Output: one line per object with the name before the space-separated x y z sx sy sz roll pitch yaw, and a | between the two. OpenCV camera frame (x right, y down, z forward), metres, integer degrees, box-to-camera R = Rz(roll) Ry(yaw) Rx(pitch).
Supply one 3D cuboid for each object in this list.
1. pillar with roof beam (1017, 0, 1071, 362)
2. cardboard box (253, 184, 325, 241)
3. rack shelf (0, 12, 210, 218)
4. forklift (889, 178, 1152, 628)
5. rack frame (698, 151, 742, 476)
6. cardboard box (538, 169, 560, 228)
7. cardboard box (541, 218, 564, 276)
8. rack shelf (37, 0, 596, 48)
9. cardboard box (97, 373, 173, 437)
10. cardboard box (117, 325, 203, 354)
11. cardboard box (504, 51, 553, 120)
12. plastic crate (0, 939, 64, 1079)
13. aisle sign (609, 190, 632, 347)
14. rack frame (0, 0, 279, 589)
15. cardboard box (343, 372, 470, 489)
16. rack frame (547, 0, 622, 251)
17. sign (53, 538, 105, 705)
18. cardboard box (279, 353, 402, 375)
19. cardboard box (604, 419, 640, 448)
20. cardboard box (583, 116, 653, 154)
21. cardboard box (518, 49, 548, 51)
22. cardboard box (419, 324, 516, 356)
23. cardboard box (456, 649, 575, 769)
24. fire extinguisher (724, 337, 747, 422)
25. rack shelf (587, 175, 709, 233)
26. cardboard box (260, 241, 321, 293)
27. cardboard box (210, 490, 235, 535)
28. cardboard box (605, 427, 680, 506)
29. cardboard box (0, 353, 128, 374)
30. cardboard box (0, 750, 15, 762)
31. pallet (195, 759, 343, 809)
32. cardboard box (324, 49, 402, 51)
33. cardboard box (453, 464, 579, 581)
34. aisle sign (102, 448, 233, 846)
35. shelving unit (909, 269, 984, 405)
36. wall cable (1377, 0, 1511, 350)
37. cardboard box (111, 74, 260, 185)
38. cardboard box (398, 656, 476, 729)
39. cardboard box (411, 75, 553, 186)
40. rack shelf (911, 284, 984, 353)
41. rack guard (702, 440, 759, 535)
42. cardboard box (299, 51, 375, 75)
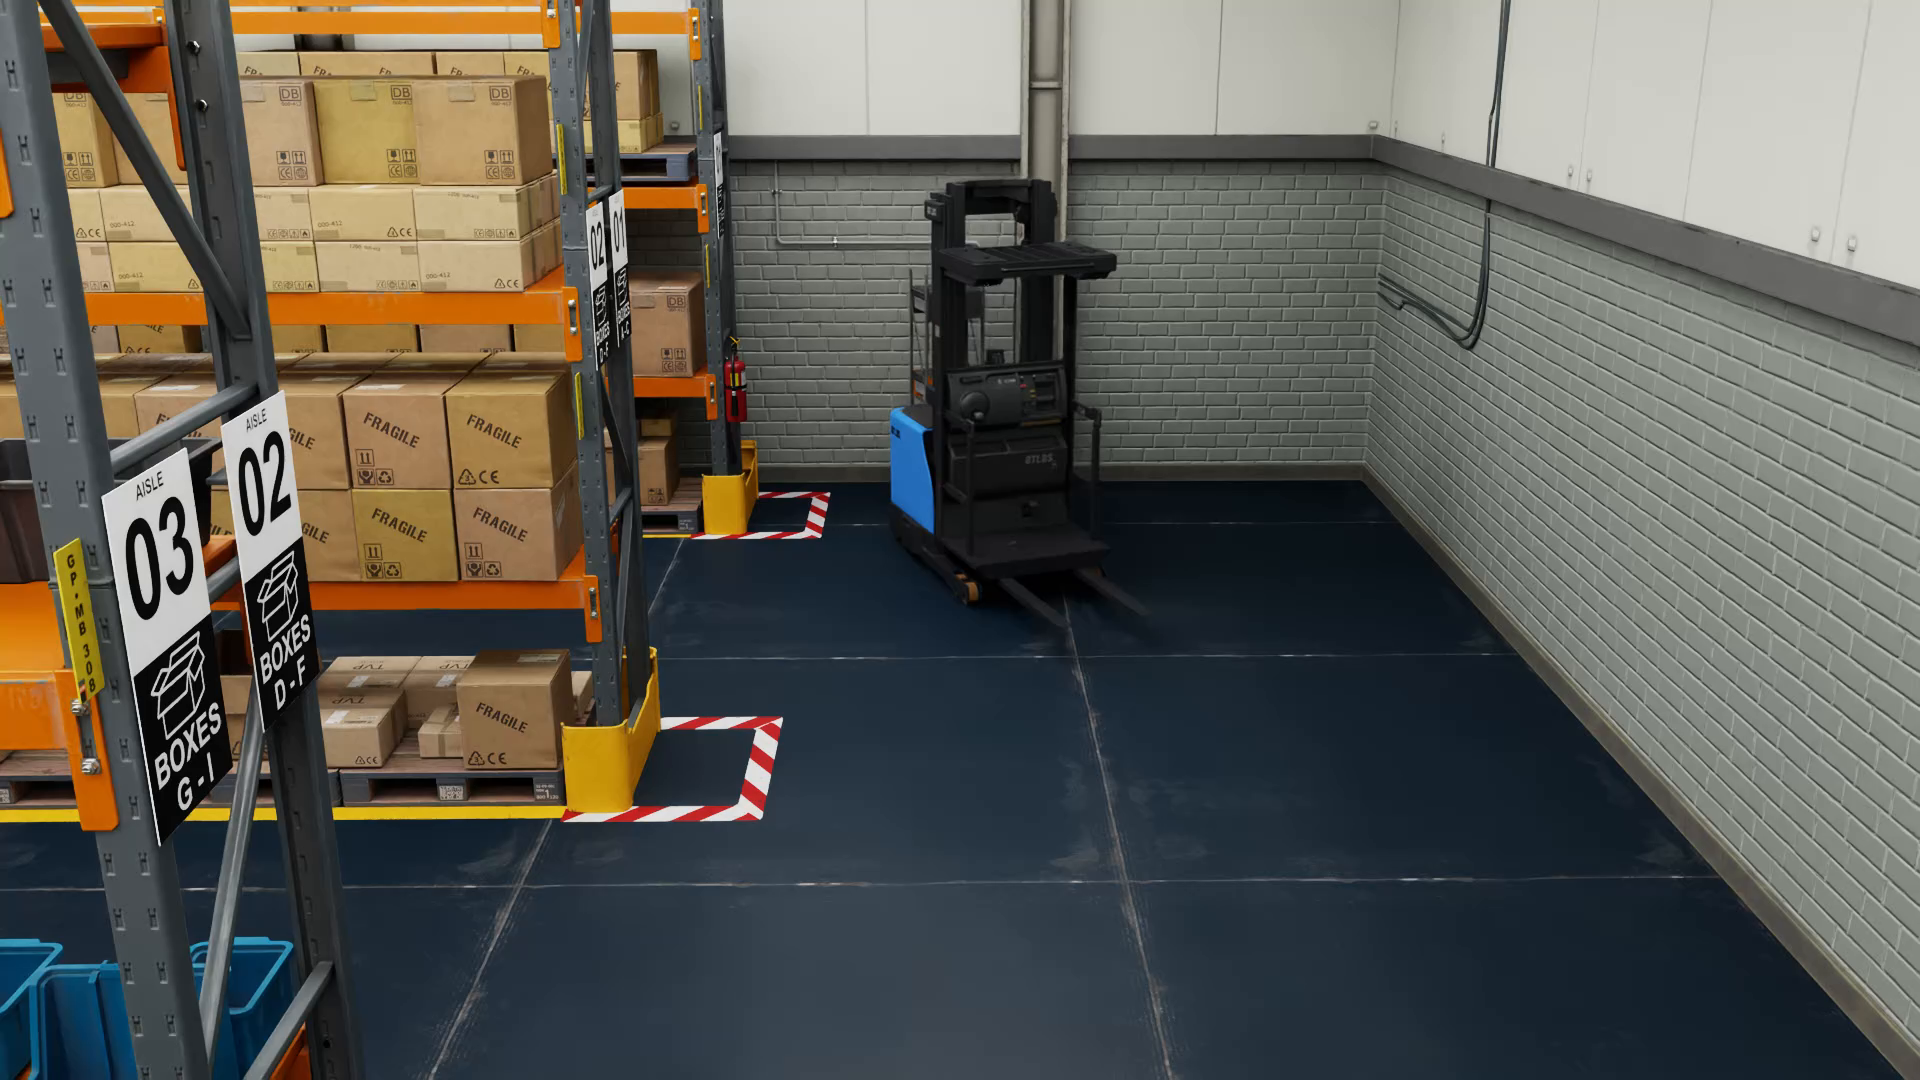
pillar with roof beam | 0.783 -3.468 9.627 0.400 9.000 9.100 0 18 -1
cardboard box | -3.398 -1.647 8.288 0.500 0.250 0.500 0 18 -1
rack shelf | -3.814 -0.937 3.570 4.000 0.370 1.077 0 18 -1
forklift | 0.434 -1.071 12.089 1.130 2.935 3.031 -7 19 -20
rack frame | -1.971 -1.649 13.778 0.127 3.000 1.000 0 18 -1
cardboard box | -2.406 -1.808 8.790 0.500 0.250 0.500 0 18 -1
cardboard box | -2.406 -1.568 8.861 0.500 0.250 0.500 0 18 -1
rack shelf | -3.888 -2.639 8.226 4.000 0.370 1.077 0 18 -1
cardboard box | -4.383 -0.562 8.589 0.500 0.500 0.500 -1 18 -2
cardboard box | -6.428 -1.750 13.407 0.500 0.500 0.500 -1 18 -2
cardboard box | -3.199 -3.525 12.881 0.500 0.500 0.500 0 18 1
plastic crate | -2.725 1.331 4.662 0.300 0.233 0.416 0 18 -1
aisle sign | -1.825 -1.464 8.946 0.004 0.787 0.394 0 18 -1
rack frame | -1.814 -1.480 3.430 0.127 3.000 1.000 0 18 -1
cardboard box | -2.834 -0.571 8.617 0.500 0.500 0.500 0 18 1
rack frame | -1.889 -2.993 8.146 0.127 3.000 1.000 0 18 -1
sign | -1.789 0.166 3.380 0.005 0.325 0.100 0 18 -1
cardboard box | -3.359 -0.733 9.121 0.500 0.500 0.500 0 18 0
cardboard box | -2.794 -0.878 13.716 0.250 0.149 0.380 0 18 -2
cardboard box | -2.699 -3.169 13.000 0.500 0.250 0.500 0 18 1
cardboard box | -3.233 -3.681 13.367 0.500 0.500 0.500 -1 18 -2
cardboard box | -3.970 -1.779 13.691 0.700 0.700 0.980 -1 18 -4
cardboard box | -2.428 0.922 9.134 0.500 0.500 0.500 0 18 -1
fire extinguisher | -1.812 -1.295 13.410 0.183 0.674 0.296 0 18 -1
rack shelf | -3.970 -2.725 13.400 4.000 0.370 1.077 0 18 -1
cardboard box | -3.398 -1.405 8.351 0.500 0.250 0.500 0 18 -1
cardboard box | -3.854 -0.092 8.760 0.500 0.500 0.500 -1 18 -2
cardboard box | -2.669 -0.625 13.990 0.500 0.500 0.700 0 18 -1
cardboard box | -4.874 -0.726 9.098 0.500 0.500 0.500 -1 18 -2
cardboard box | -5.465 1.018 9.146 0.500 0.311 0.500 0 18 -1
pallet | -3.979 1.201 9.458 1.213 0.211 1.003 0 18 -1
cardboard box | -4.759 -3.669 13.330 0.500 0.500 0.500 -1 18 -3
cardboard box | -2.332 -0.099 8.781 0.500 0.500 0.500 0 18 1
aisle sign | -1.738 0.228 3.671 0.004 0.787 0.394 0 18 -1
shelving unit | -0.109 -1.188 13.814 0.503 2.100 0.431 -7 19 -20
wall cable | 3.690 -2.945 13.081 0.112 2.526 3.097 0 18 -1
cardboard box | -3.903 -2.095 8.458 0.500 0.500 0.700 0 18 -1
cardboard box | -2.937 0.882 9.669 0.500 0.250 0.500 0 18 -1
cardboard box | -2.402 -2.081 8.413 0.500 0.500 0.700 0 18 -1
rack shelf | -0.109 -1.842 13.604 0.480 0.518 0.431 -7 19 -20
rack guard | -1.947 -0.459 14.160 0.348 0.500 1.175 0 18 -1
cardboard box | -4.739 -3.514 12.846 0.500 0.500 0.500 -1 18 -2
